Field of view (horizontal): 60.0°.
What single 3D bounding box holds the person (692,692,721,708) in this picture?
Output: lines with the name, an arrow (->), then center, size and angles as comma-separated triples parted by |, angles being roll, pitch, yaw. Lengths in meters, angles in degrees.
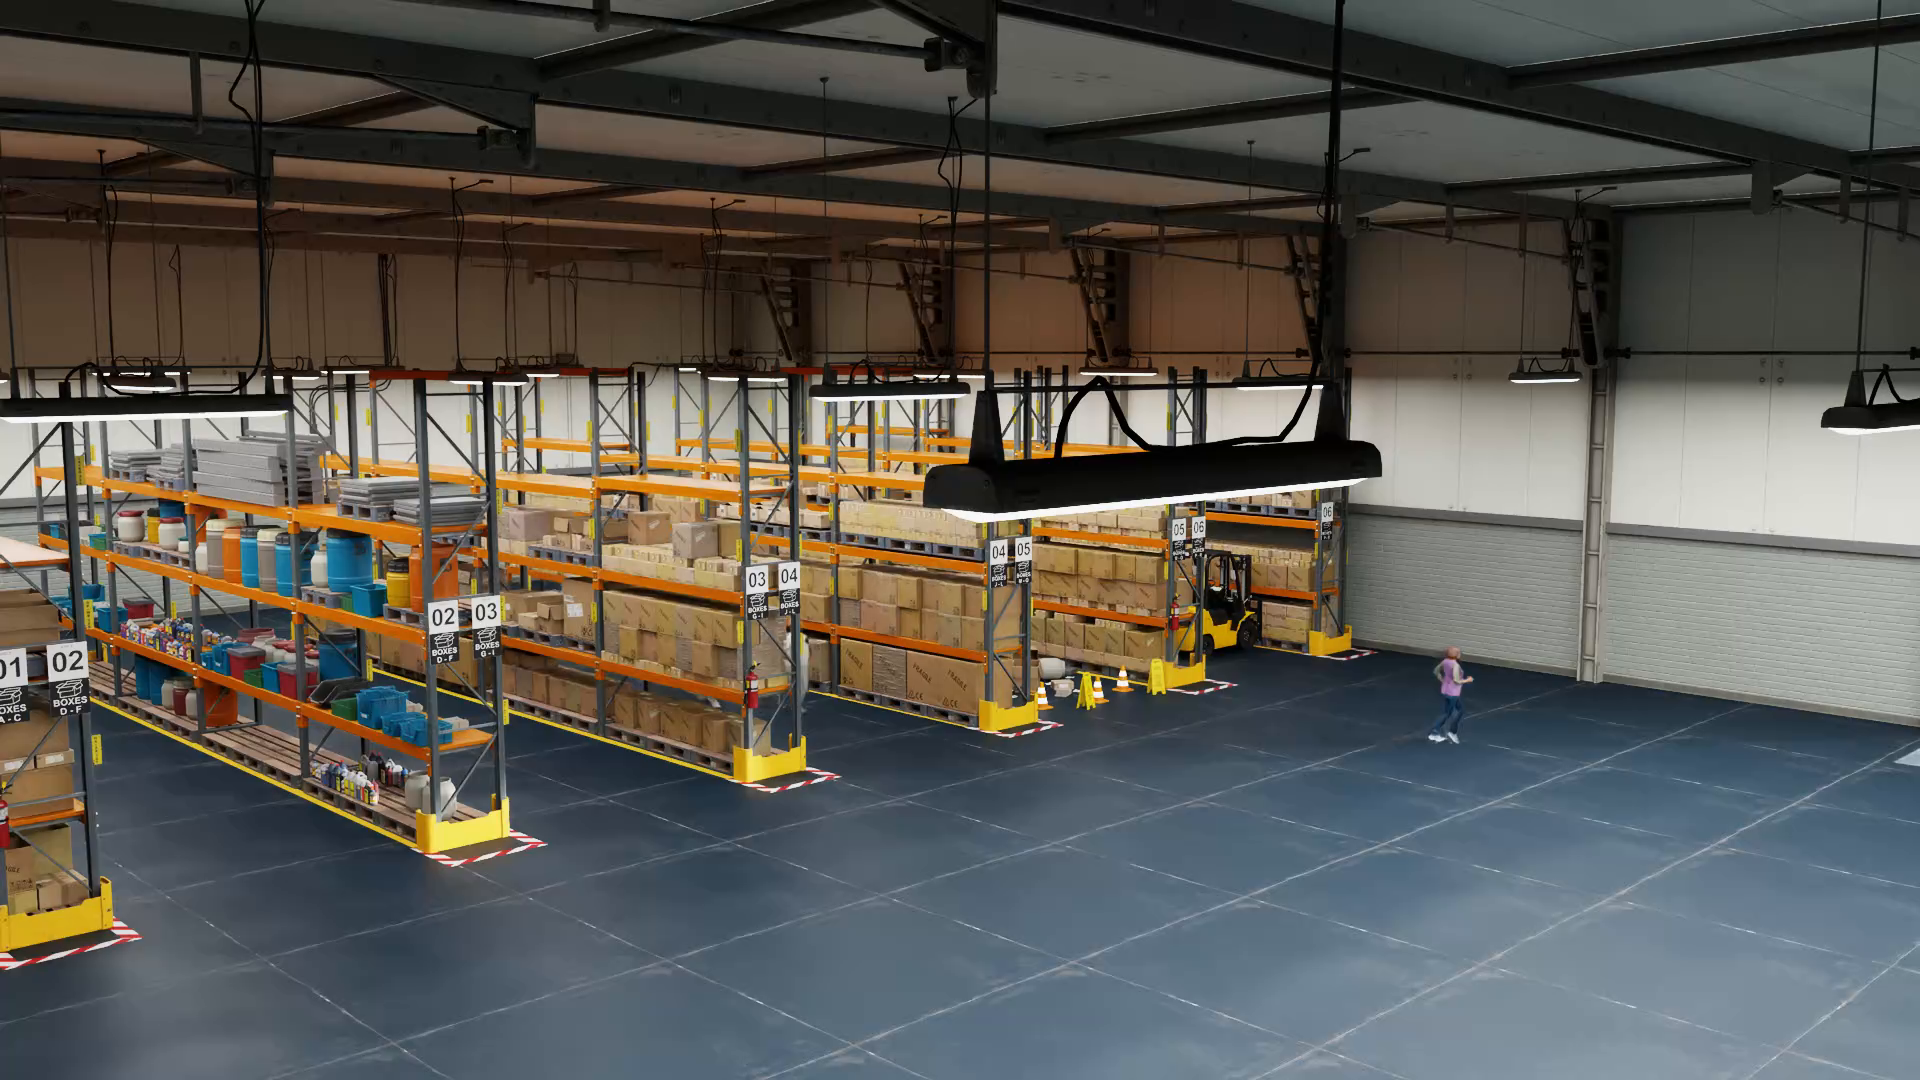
person -> -4.557, 2.071, 29.991 | 0.912, 1.839, 0.673 | 6, 9, 41

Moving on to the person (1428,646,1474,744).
person -> 7.924, 2.517, 26.849 | 0.702, 1.634, 0.513 | 0, 6, -1

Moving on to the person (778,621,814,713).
person -> -2.885, 2.220, 29.393 | 0.596, 1.641, 0.600 | 6, 9, 42
